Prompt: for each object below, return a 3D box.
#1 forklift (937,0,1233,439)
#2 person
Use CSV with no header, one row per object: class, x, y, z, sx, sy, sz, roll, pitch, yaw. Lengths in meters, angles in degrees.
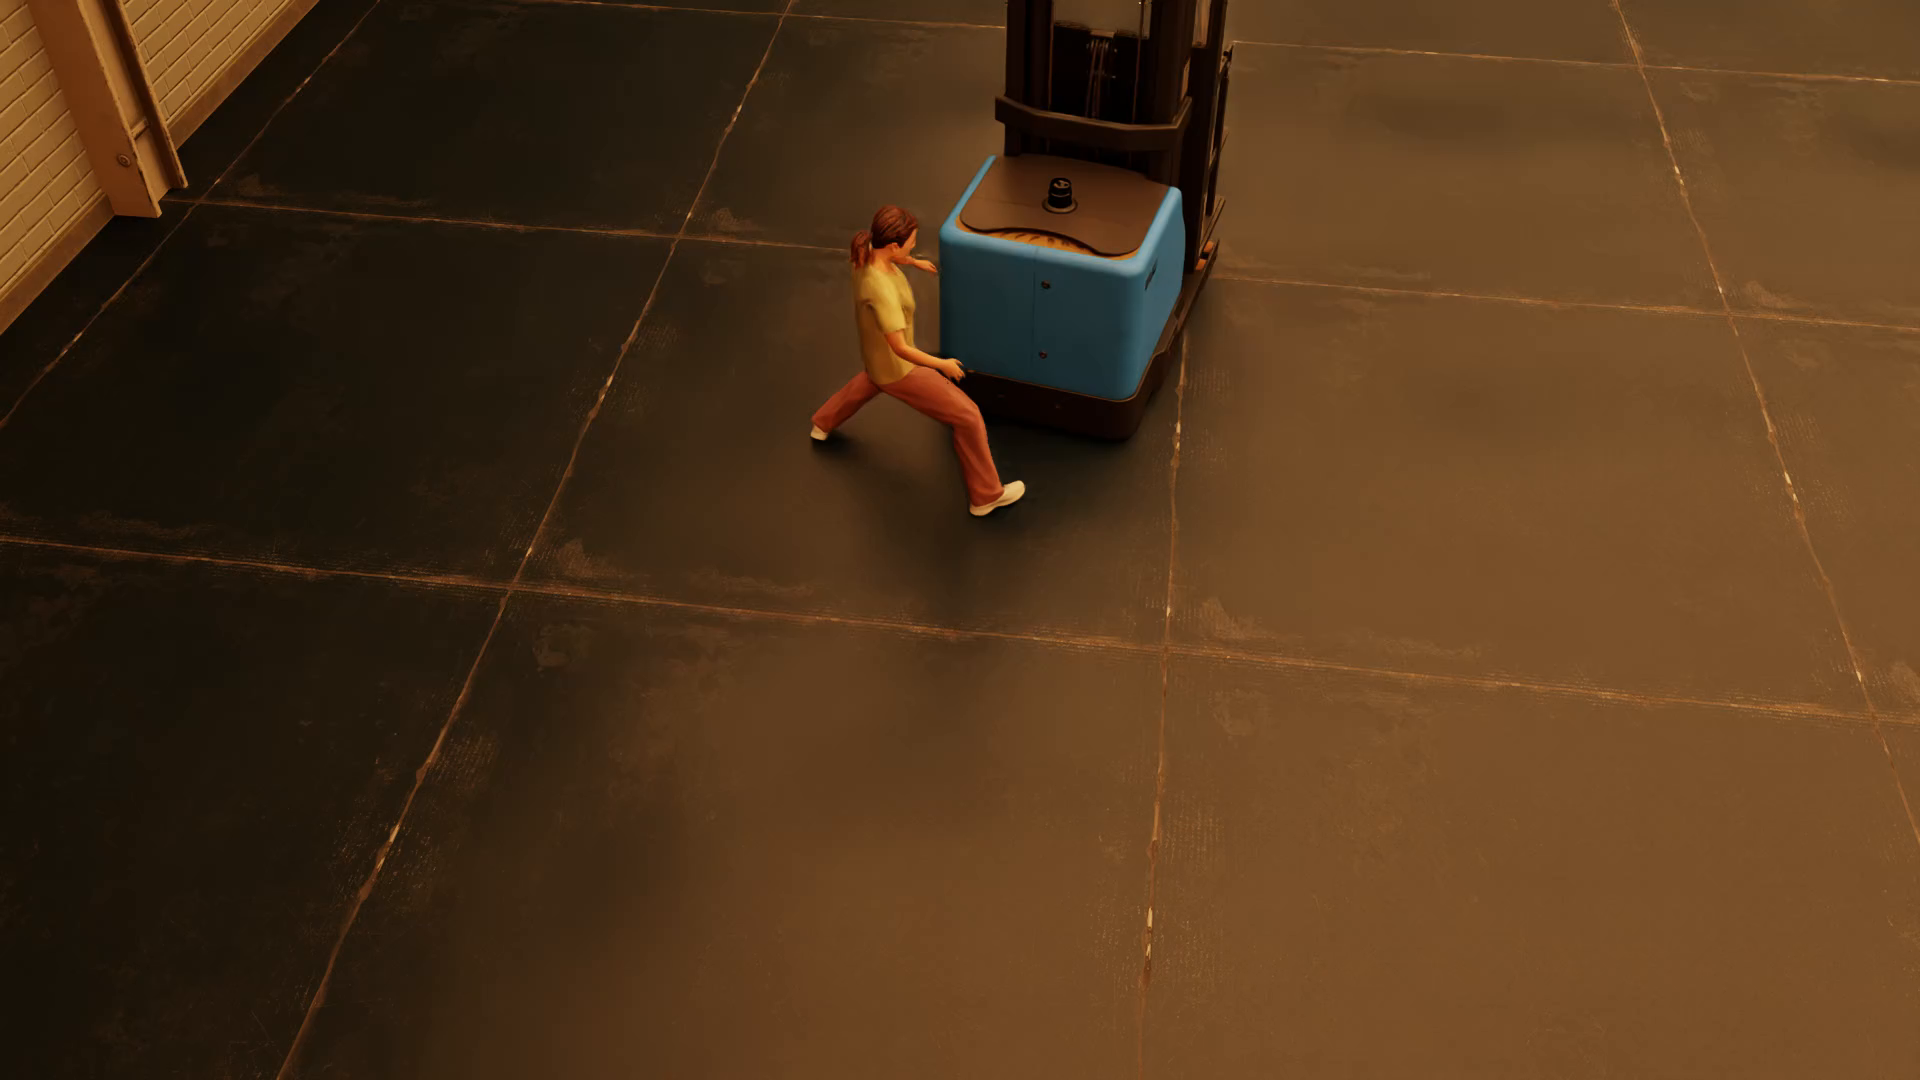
forklift,0.850,-2.594,8.548,1.130,2.935,3.031,13,44,14
person,-0.230,-0.924,7.817,0.944,1.523,1.009,-9,43,-10
